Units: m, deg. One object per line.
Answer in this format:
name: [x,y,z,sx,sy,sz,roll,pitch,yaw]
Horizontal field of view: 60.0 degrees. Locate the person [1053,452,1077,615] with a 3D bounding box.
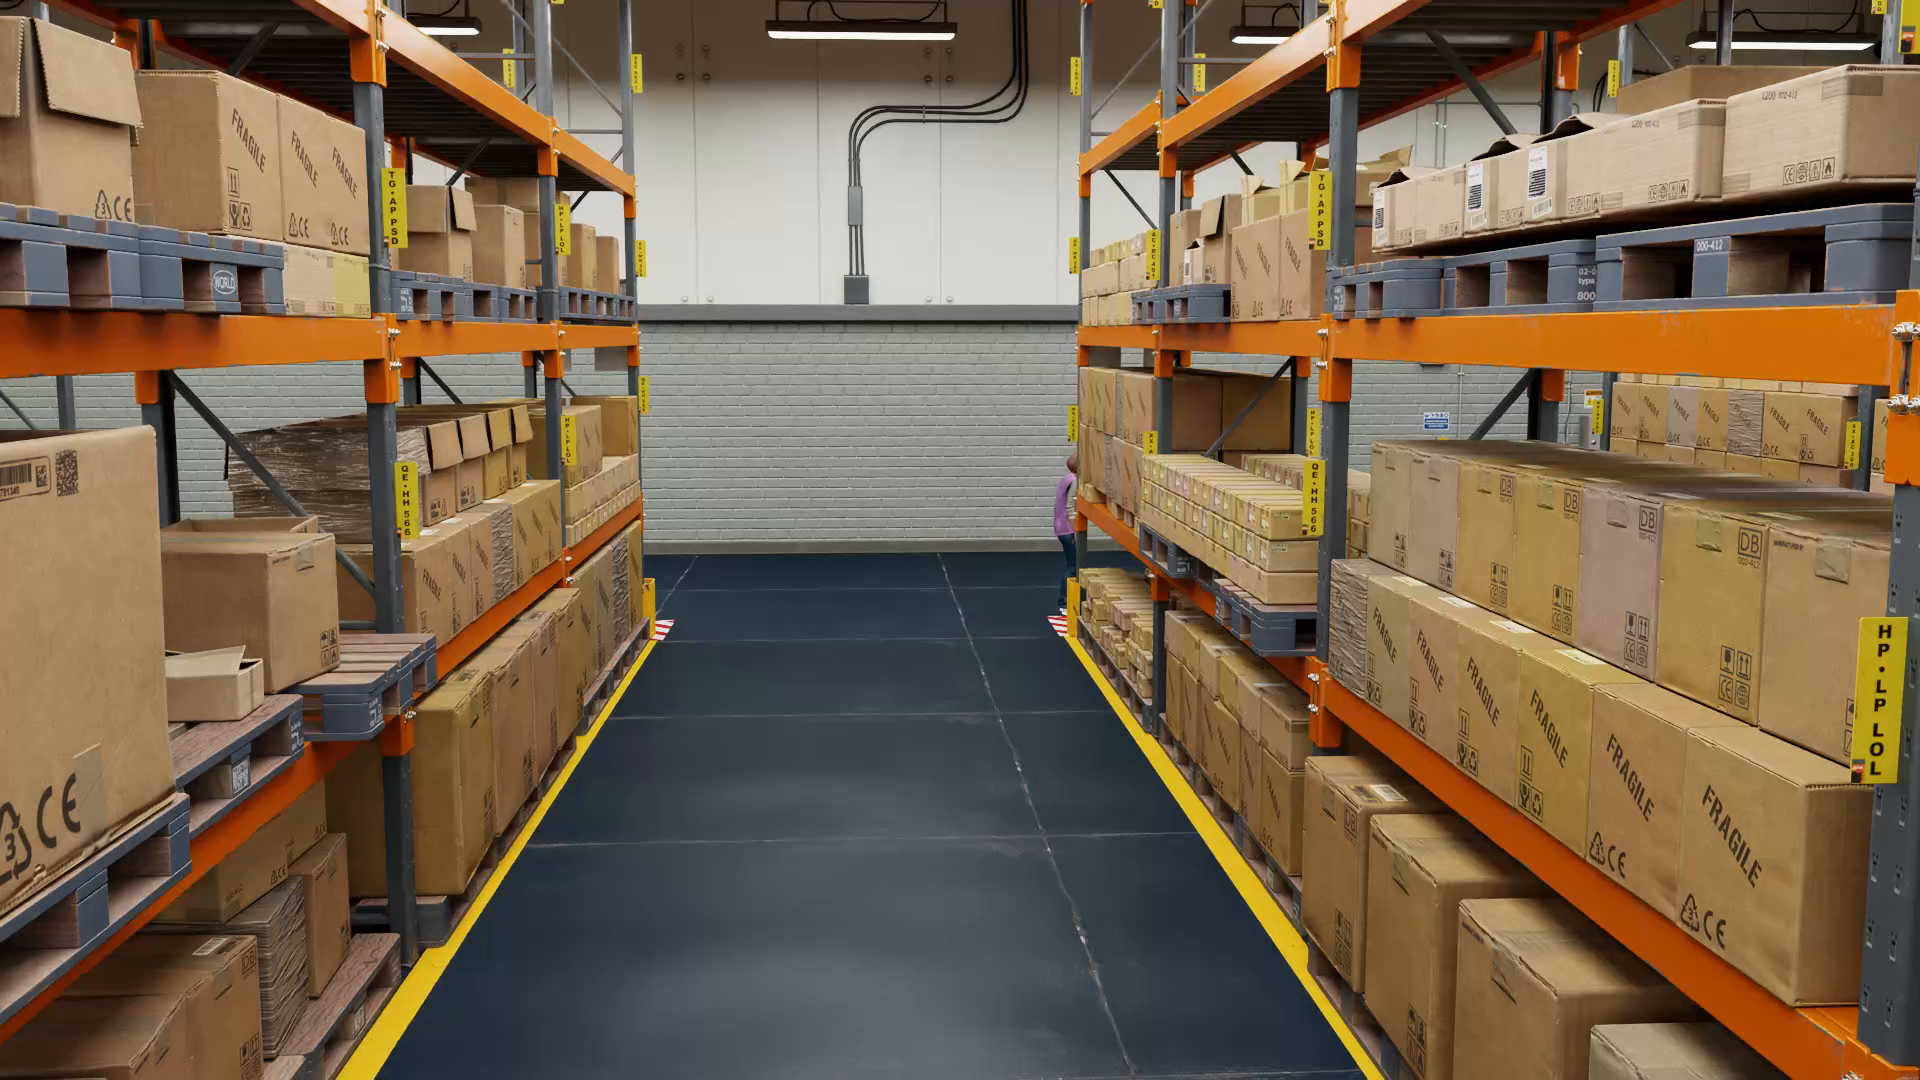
person: [1.096,-0.058,16.320,0.345,1.580,0.478,0,7,-4]
